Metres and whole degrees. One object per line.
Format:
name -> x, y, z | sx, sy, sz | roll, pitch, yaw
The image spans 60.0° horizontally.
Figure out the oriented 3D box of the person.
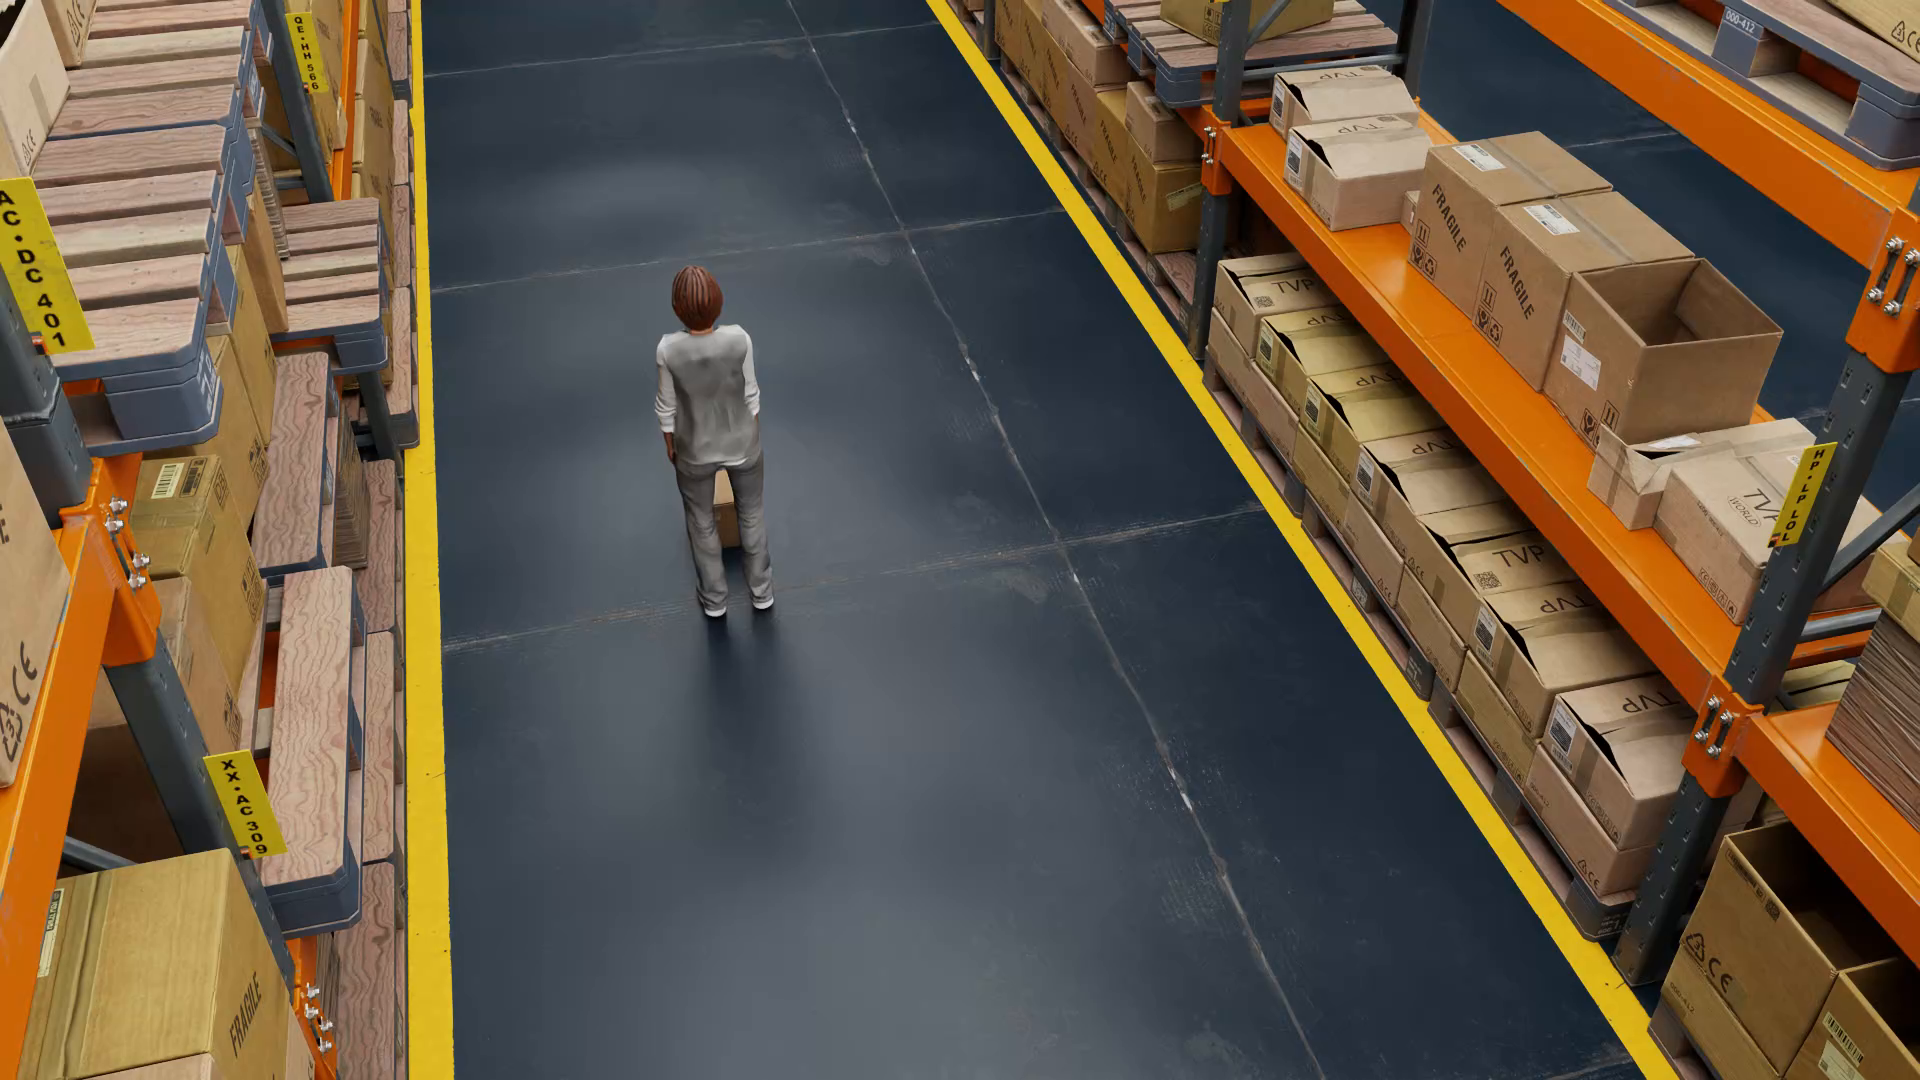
person -> -0.985, -0.366, 6.625 | 0.407, 1.593, 0.301 | -9, 40, -11
